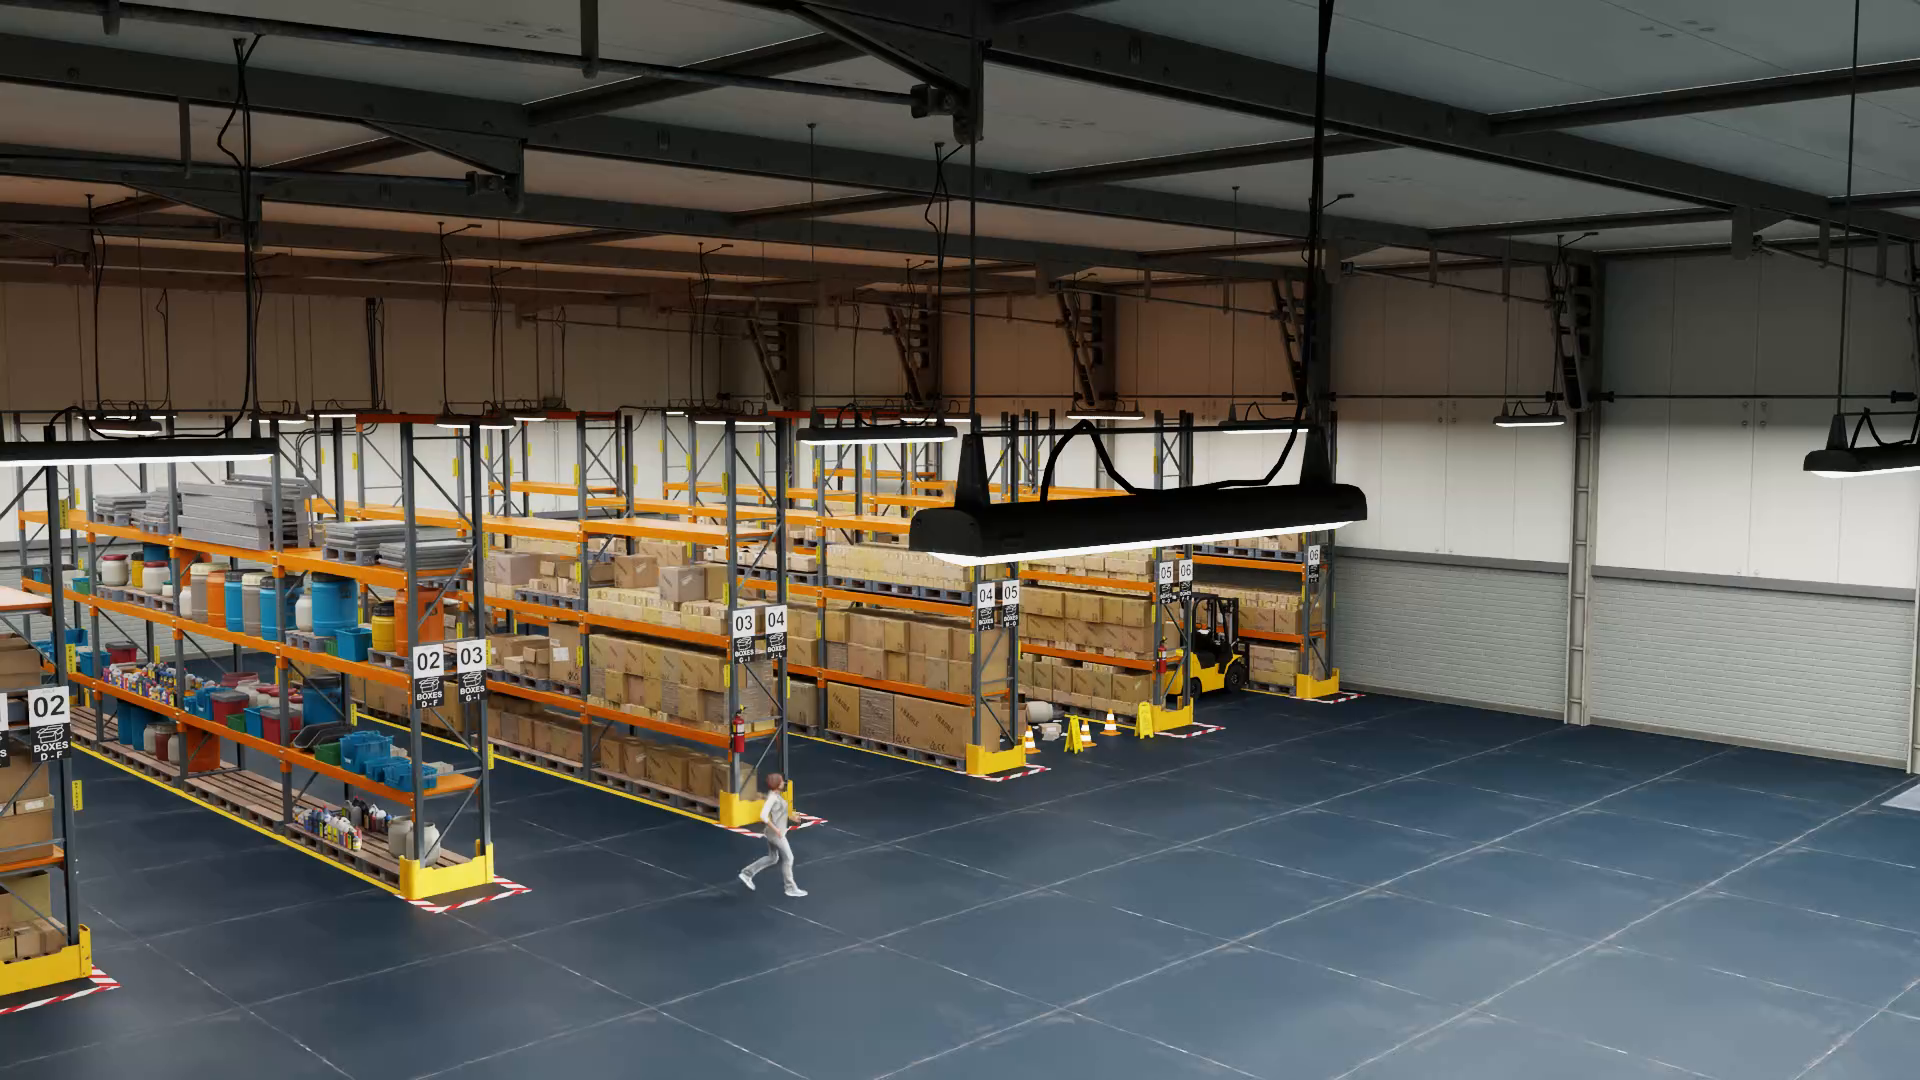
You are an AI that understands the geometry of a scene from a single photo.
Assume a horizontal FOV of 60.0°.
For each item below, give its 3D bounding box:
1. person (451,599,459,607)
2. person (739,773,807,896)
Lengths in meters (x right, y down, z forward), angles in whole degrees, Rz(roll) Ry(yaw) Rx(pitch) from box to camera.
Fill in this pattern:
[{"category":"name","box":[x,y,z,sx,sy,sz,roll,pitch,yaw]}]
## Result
[{"category":"person","box":[-11.625,2.192,37.888,0.800,1.757,0.672,-4,6,-36]},{"category":"person","box":[-2.356,3.713,20.924,0.855,1.586,0.559,-1,5,-9]}]
